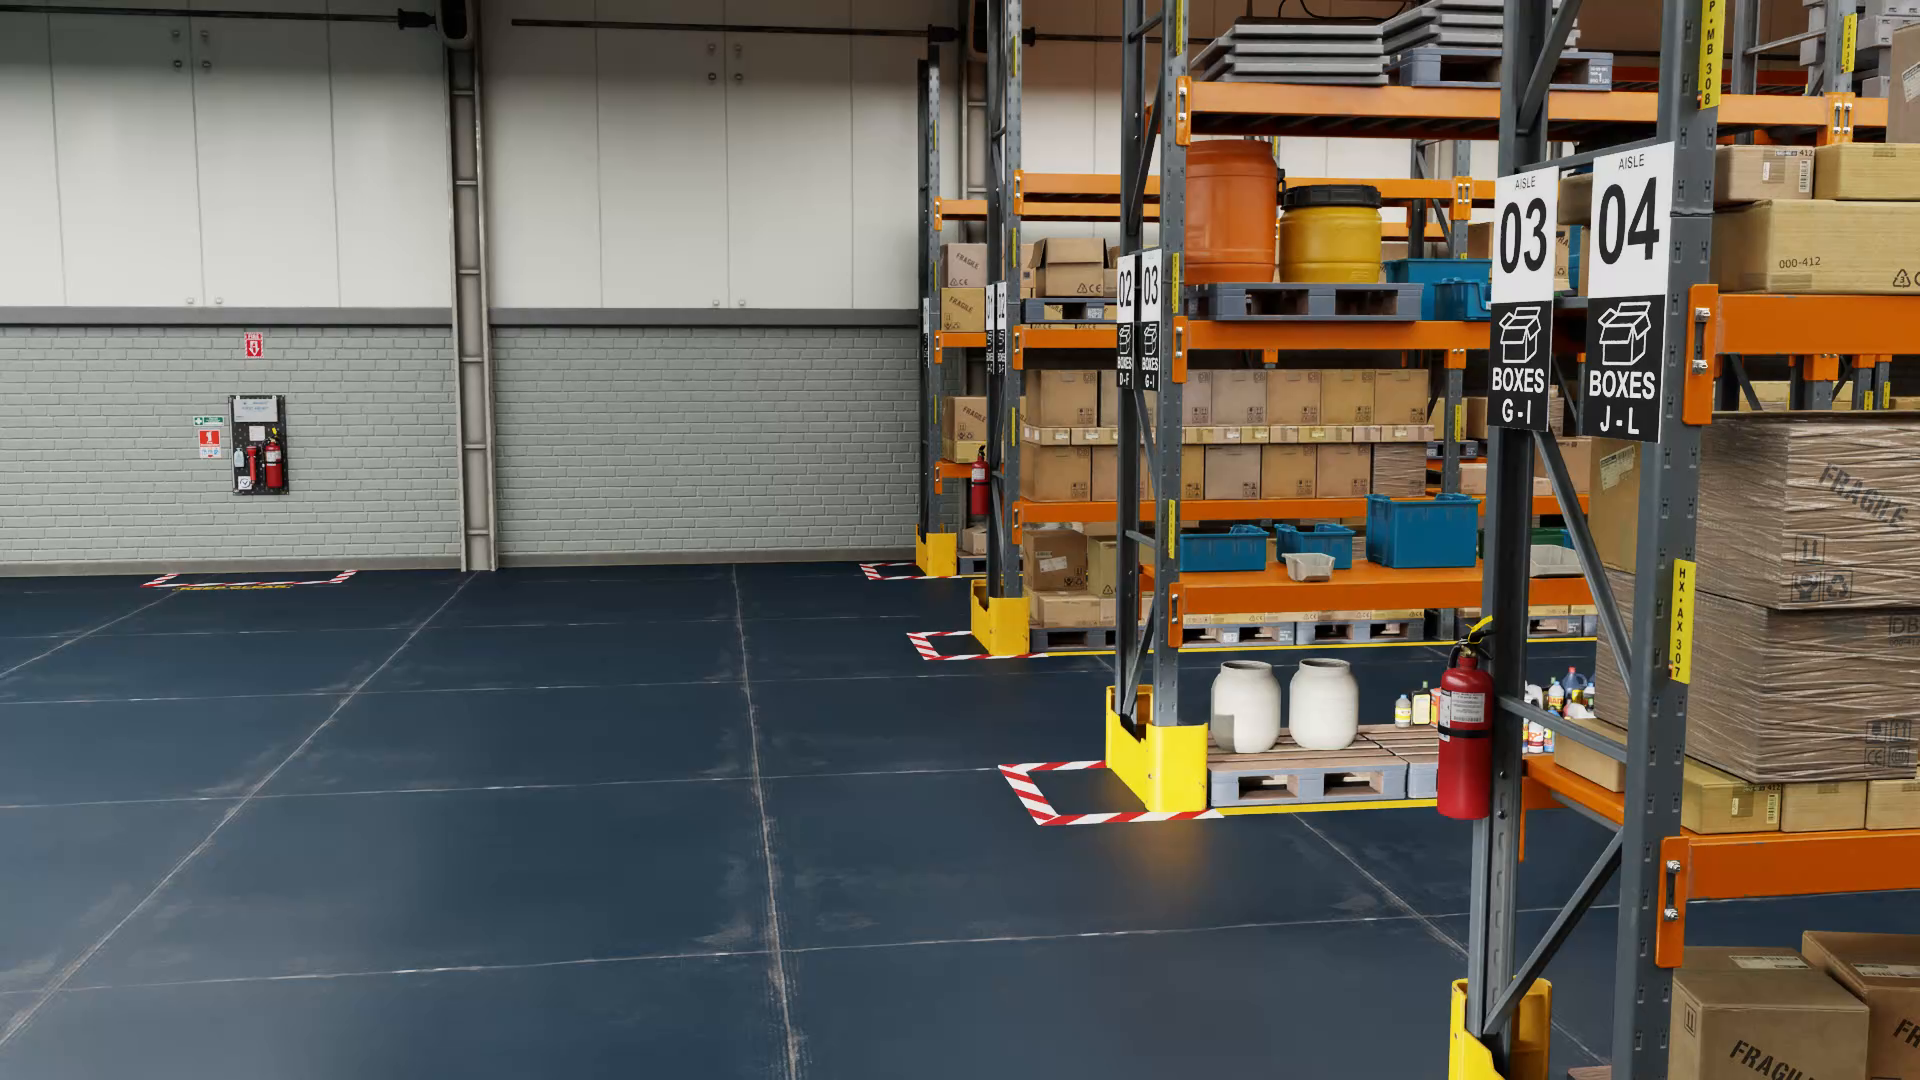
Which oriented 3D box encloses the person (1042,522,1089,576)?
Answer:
[{"bbox_3d":[1.023,0.171,16.559,0.730,1.136,0.464,-1,7,-9],"label":"person"}]
